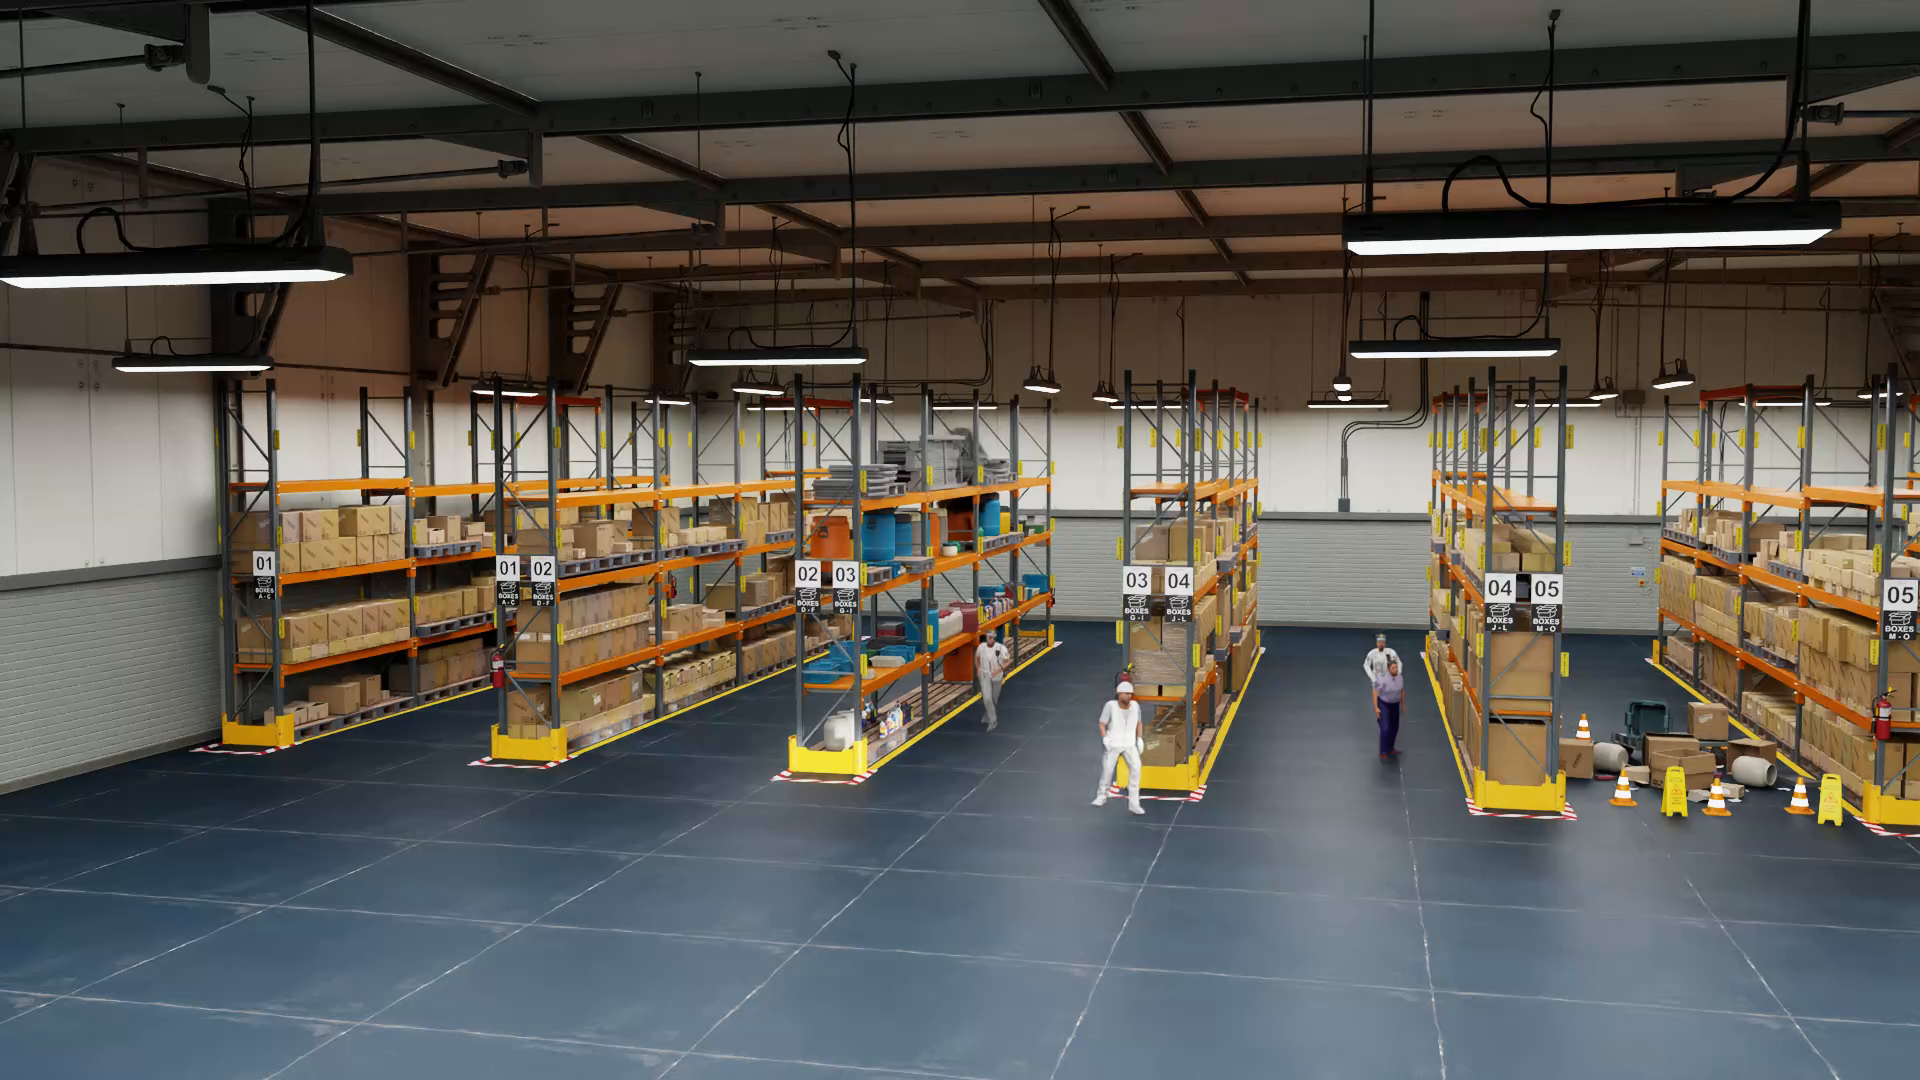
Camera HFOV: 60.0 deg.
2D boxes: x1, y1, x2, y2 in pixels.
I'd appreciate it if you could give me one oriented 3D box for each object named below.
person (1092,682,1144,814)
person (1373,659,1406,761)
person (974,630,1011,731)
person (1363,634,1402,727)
[{"bbox_3d":[2.178,2.732,22.395,0.691,1.672,0.843,-1,4,-12],"label":"person"},{"bbox_3d":[6.755,2.659,26.194,0.692,1.620,0.602,-2,4,-24],"label":"person"},{"bbox_3d":[0.564,2.406,28.980,0.635,1.760,0.821,0,3,1],"label":"person"},{"bbox_3d":[7.368,2.448,29.004,0.651,1.644,0.500,1,3,11],"label":"person"}]
